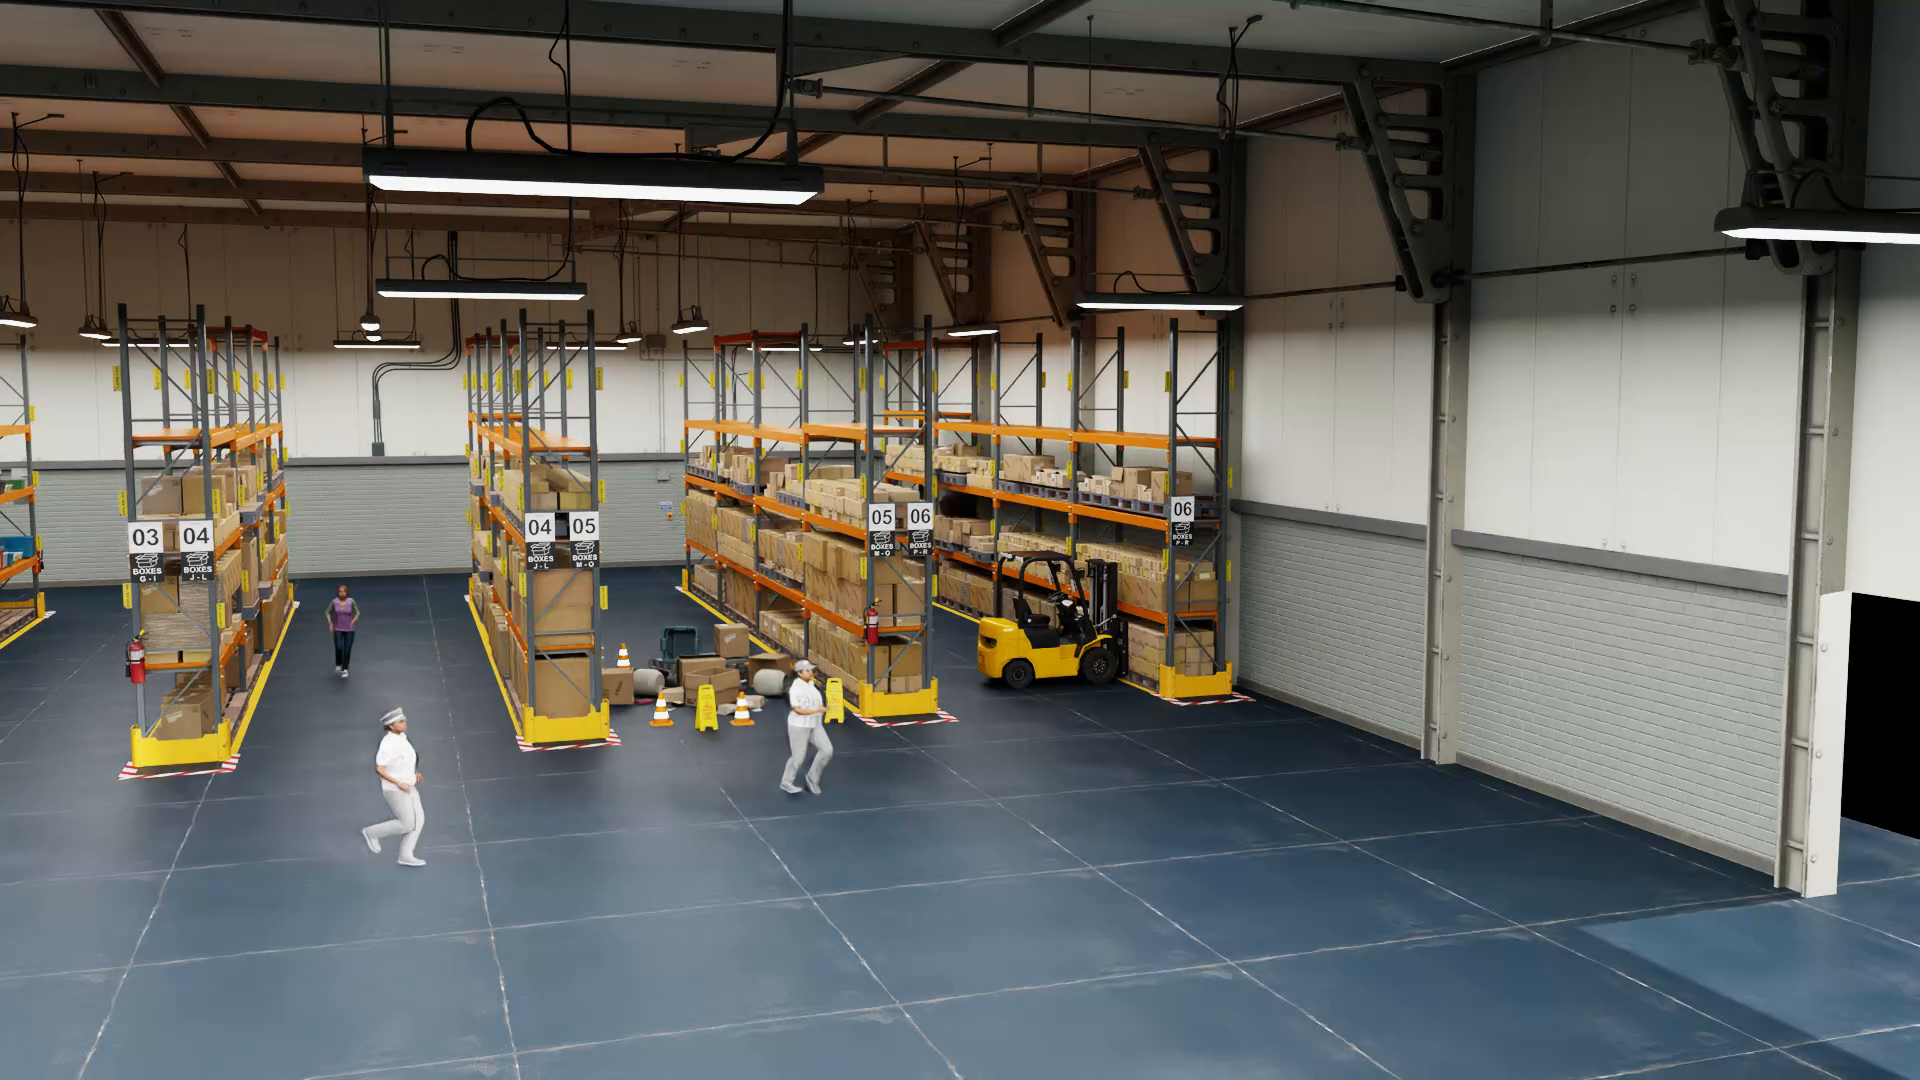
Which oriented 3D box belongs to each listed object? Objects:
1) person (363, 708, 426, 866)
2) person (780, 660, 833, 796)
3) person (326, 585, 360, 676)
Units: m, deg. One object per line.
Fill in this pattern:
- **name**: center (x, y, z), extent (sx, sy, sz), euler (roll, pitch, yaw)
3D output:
- **person**: center (-5.857, 2.554, 17.223), extent (0.611, 1.665, 0.575), euler (0, 5, 3)
- **person**: center (-1.856, 2.281, 20.083), extent (0.688, 1.685, 0.557), euler (3, 6, 29)
- **person**: center (-10.438, 1.547, 28.174), extent (0.541, 1.567, 0.582), euler (-2, 6, -24)
